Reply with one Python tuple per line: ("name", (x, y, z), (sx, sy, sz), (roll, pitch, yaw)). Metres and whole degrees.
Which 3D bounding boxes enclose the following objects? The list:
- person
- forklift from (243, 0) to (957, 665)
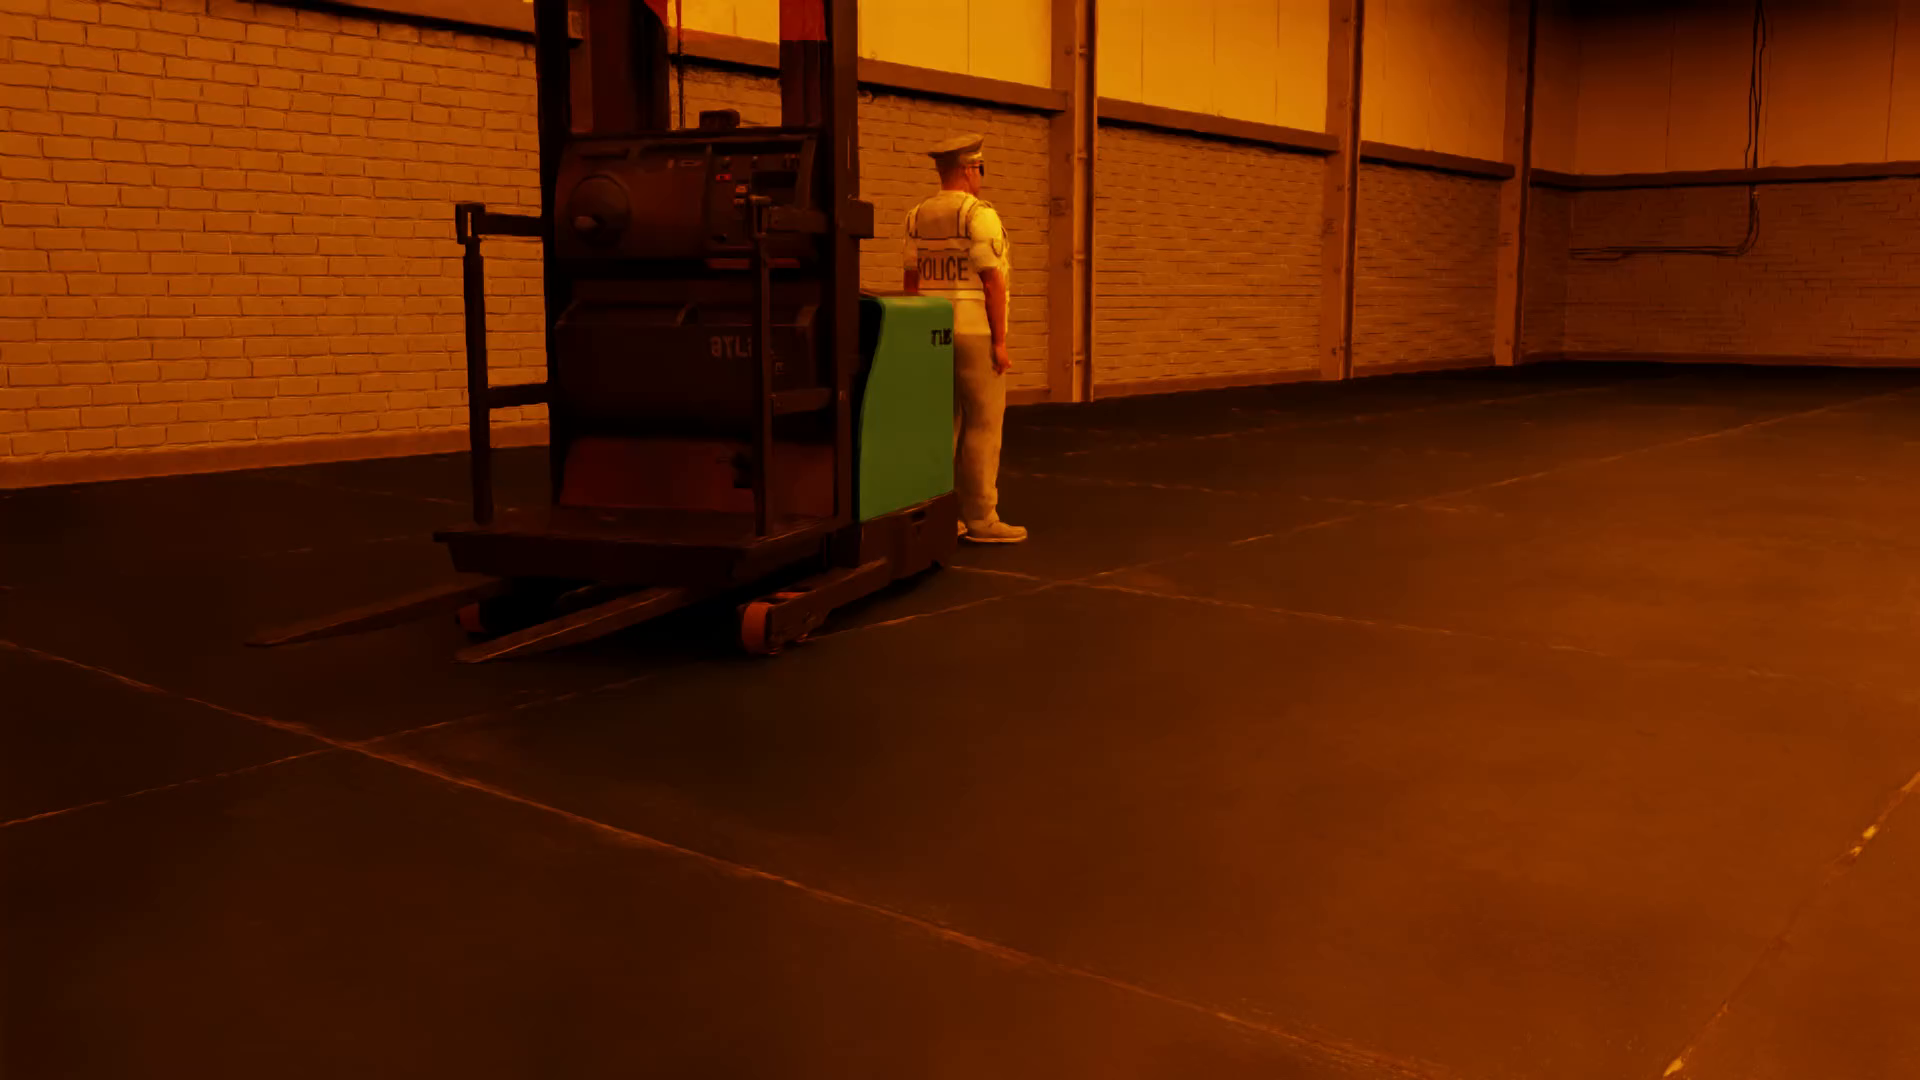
("person", (0.010, -0.878, 7.290), (0.523, 1.773, 0.396), (7, 11, 38))
("forklift", (-0.971, -1.166, 5.249), (1.130, 2.935, 3.031), (3, 9, 19))
